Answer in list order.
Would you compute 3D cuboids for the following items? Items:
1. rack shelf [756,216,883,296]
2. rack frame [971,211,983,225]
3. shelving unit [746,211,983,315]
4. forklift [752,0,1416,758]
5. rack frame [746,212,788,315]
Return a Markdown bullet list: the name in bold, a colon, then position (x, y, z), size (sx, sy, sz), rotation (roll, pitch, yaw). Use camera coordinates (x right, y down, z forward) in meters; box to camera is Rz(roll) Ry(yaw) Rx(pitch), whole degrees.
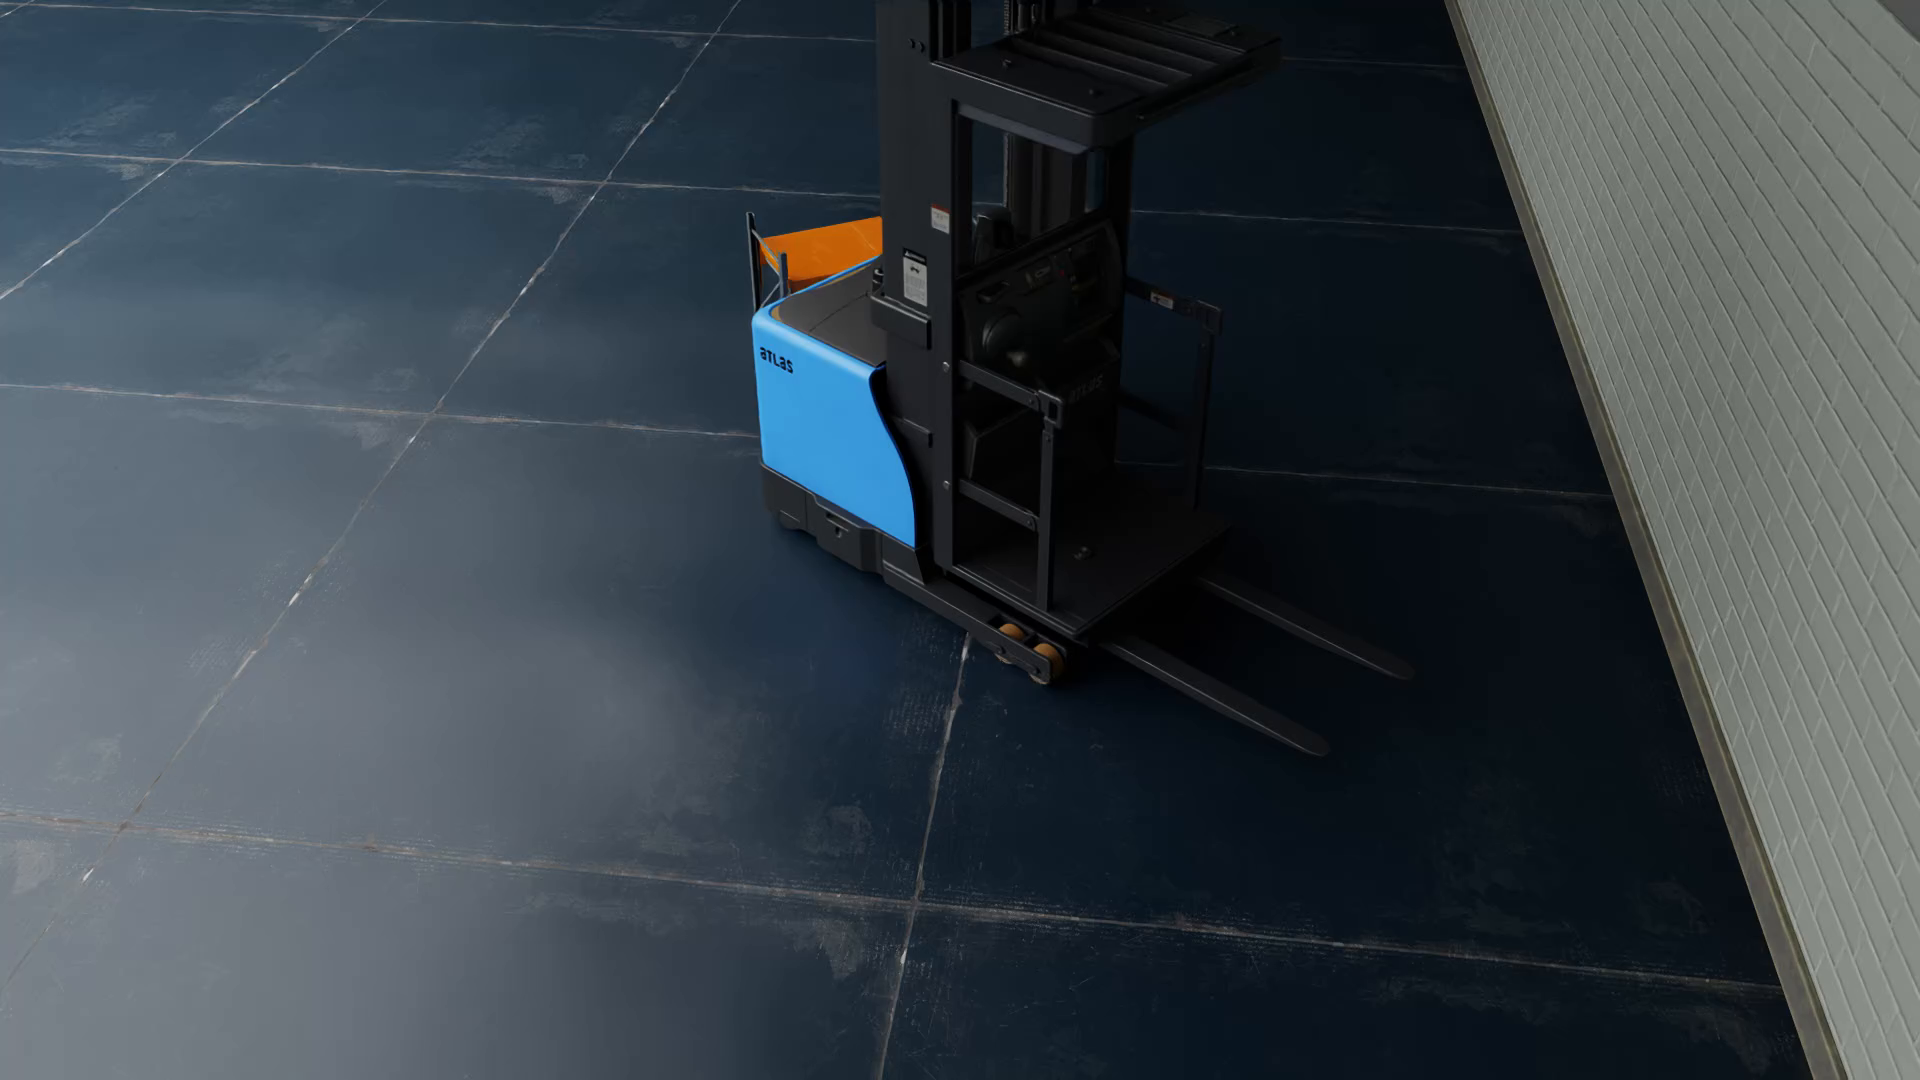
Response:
- **rack shelf**: position (-0.454, -1.355, 8.177), size (1.000, 0.278, 0.538), rotation (-15, 38, -20)
- **rack frame**: position (0.008, -1.239, 8.518), size (0.032, 1.125, 0.500), rotation (-15, 38, -20)
- **shelving unit**: position (-0.454, -1.117, 8.347), size (1.048, 1.125, 0.538), rotation (-15, 38, -20)
- **forklift**: position (0.485, -0.940, 6.544), size (3.031, 2.935, 1.130), rotation (28, 44, 34)
- **rack frame**: position (-0.917, -0.994, 8.175), size (0.032, 1.125, 0.500), rotation (-15, 38, -20)
